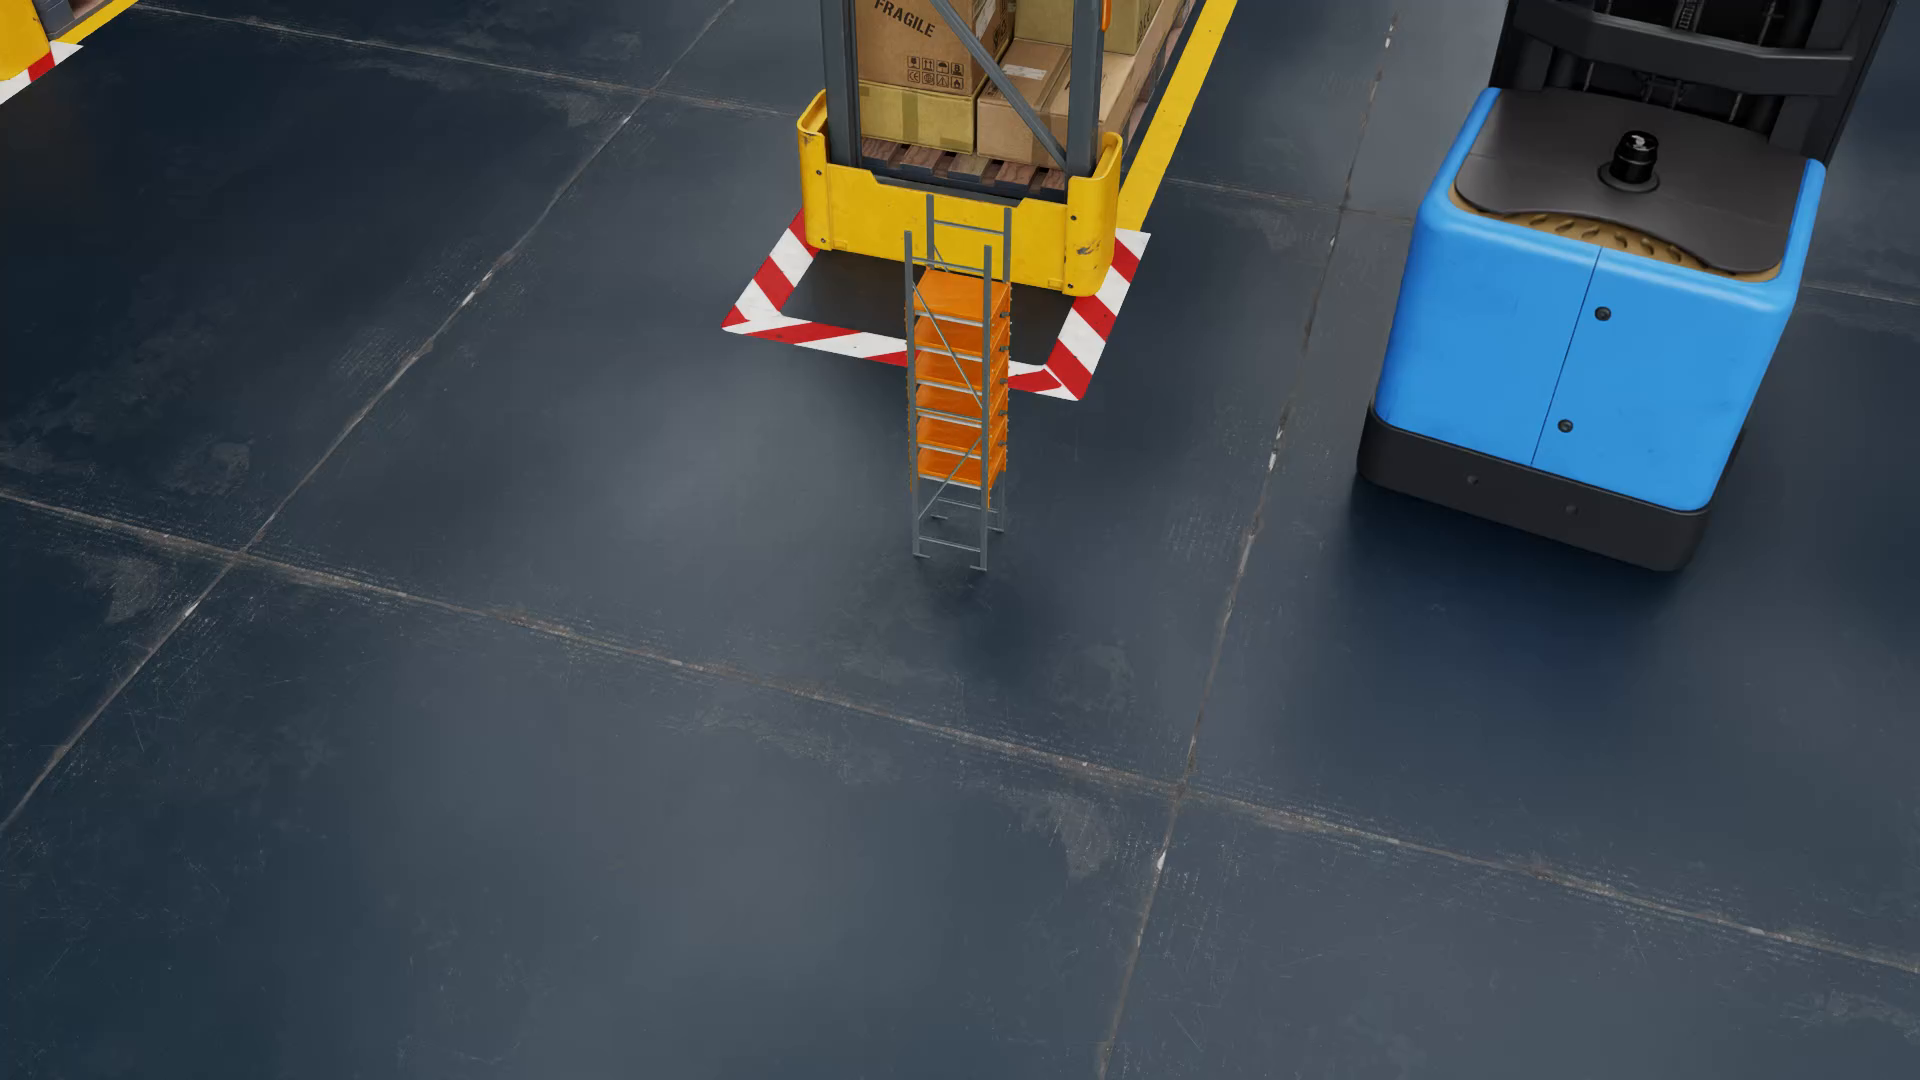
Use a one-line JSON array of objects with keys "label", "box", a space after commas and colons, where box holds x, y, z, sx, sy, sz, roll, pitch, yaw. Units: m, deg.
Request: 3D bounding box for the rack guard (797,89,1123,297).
[{"label": "rack guard", "box": [-0.005, -1.308, 6.229, 1.175, 0.500, 0.348, 13, 46, 13]}]

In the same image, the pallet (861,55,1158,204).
[{"label": "pallet", "box": [0.194, -1.739, 6.877, 1.003, 0.211, 1.213, 13, 46, 13]}]

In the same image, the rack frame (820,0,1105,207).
[{"label": "rack frame", "box": [0.002, -2.217, 5.371, 1.000, 3.000, 0.127, 13, 46, 13]}]

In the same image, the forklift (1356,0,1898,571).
[{"label": "forklift", "box": [2.395, -1.986, 5.184, 1.130, 2.935, 3.031, 19, 48, 19]}]

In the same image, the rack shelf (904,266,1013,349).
[{"label": "rack shelf", "box": [-0.004, -0.645, 4.600, 0.258, 0.103, 0.180, 13, 46, 12]}]

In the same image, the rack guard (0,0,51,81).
[{"label": "rack guard", "box": [-4.697, -2.421, 7.367, 1.175, 0.500, 0.348, 13, 46, 13]}]

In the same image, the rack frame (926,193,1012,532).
[{"label": "rack frame", "box": [0.023, -0.480, 4.883, 0.240, 1.200, 0.006, 13, 46, 13]}]

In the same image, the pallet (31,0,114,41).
[{"label": "pallet", "box": [-4.417, -2.852, 8.014, 1.003, 0.211, 1.213, 13, 46, 13]}]

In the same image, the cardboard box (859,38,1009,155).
[{"label": "cardboard box", "box": [-0.117, -1.805, 6.615, 0.500, 0.250, 0.500, 13, 46, 13]}]

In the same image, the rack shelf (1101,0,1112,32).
[{"label": "rack shelf", "box": [0.608, -3.293, 6.985, 1.077, 0.370, 4.000, 13, 46, 13]}]

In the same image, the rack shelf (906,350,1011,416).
[{"label": "rack shelf", "box": [-0.004, -0.473, 4.768, 0.258, 0.103, 0.180, 13, 46, 12]}]

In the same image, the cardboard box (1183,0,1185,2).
[{"label": "cardboard box", "box": [0.833, -2.695, 7.525, 0.500, 0.250, 0.500, 13, 46, 13]}]

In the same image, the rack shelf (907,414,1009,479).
[{"label": "rack shelf", "box": [-0.004, -0.302, 4.936, 0.258, 0.103, 0.180, 13, 46, 12]}]

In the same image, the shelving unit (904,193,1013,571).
[{"label": "shelving unit", "box": [-0.004, -0.419, 4.820, 0.258, 1.200, 0.189, 13, 46, 13]}]

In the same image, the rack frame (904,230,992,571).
[{"label": "rack frame", "box": [-0.032, -0.358, 4.758, 0.240, 1.200, 0.006, 13, 46, 13]}]

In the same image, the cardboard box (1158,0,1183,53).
[{"label": "cardboard box", "box": [0.676, -2.362, 7.185, 0.500, 0.250, 0.500, 13, 46, 13]}]

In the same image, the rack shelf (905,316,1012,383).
[{"label": "rack shelf", "box": [-0.004, -0.559, 4.684, 0.258, 0.103, 0.180, 13, 46, 12]}]

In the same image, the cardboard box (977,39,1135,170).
[{"label": "cardboard box", "box": [0.377, -1.695, 6.503, 0.500, 0.250, 0.500, 13, 46, 13]}]

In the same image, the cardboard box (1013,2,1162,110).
[{"label": "cardboard box", "box": [0.525, -2.029, 6.845, 0.500, 0.250, 0.500, 13, 46, 13]}]

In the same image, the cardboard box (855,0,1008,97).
[{"label": "cardboard box", "box": [-0.119, -2.073, 6.354, 0.500, 0.500, 0.500, 13, 46, 13]}]

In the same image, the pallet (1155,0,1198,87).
[{"label": "pallet", "box": [0.565, -2.550, 7.705, 1.003, 0.211, 1.213, 13, 46, 13]}]

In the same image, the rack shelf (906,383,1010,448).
[{"label": "rack shelf", "box": [-0.004, -0.387, 4.852, 0.258, 0.103, 0.180, 13, 46, 12]}]

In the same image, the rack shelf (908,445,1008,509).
[{"label": "rack shelf", "box": [-0.004, -0.216, 5.019, 0.258, 0.103, 0.180, 13, 46, 12]}]

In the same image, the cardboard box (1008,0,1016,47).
[{"label": "cardboard box", "box": [0.023, -2.141, 6.959, 0.500, 0.250, 0.500, 13, 46, 13]}]

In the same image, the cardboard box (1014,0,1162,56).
[{"label": "cardboard box", "box": [0.526, -2.297, 6.582, 0.500, 0.500, 0.500, 13, 46, 13]}]
